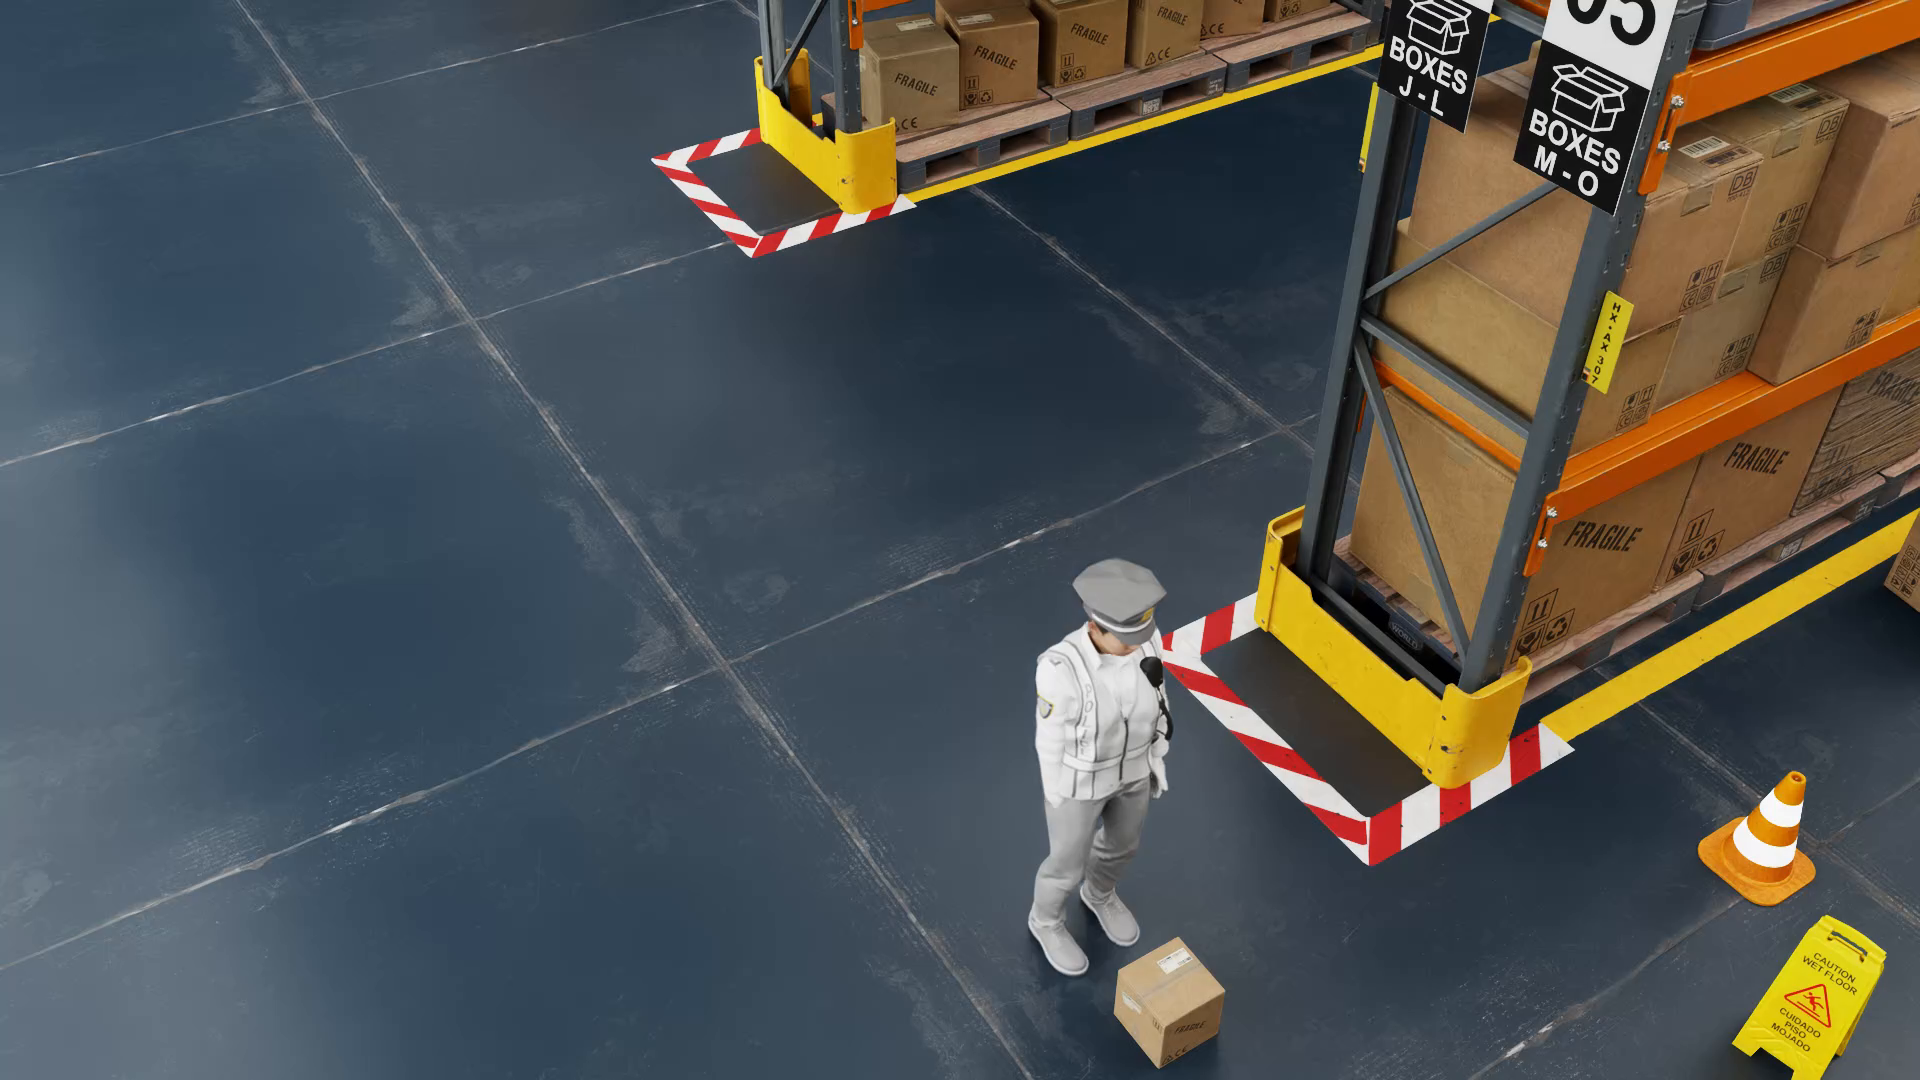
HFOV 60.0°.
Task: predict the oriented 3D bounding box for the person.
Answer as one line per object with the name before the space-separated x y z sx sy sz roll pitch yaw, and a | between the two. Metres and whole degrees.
person | 0.457 0.744 5.310 0.471 1.666 0.327 -22 46 -23
